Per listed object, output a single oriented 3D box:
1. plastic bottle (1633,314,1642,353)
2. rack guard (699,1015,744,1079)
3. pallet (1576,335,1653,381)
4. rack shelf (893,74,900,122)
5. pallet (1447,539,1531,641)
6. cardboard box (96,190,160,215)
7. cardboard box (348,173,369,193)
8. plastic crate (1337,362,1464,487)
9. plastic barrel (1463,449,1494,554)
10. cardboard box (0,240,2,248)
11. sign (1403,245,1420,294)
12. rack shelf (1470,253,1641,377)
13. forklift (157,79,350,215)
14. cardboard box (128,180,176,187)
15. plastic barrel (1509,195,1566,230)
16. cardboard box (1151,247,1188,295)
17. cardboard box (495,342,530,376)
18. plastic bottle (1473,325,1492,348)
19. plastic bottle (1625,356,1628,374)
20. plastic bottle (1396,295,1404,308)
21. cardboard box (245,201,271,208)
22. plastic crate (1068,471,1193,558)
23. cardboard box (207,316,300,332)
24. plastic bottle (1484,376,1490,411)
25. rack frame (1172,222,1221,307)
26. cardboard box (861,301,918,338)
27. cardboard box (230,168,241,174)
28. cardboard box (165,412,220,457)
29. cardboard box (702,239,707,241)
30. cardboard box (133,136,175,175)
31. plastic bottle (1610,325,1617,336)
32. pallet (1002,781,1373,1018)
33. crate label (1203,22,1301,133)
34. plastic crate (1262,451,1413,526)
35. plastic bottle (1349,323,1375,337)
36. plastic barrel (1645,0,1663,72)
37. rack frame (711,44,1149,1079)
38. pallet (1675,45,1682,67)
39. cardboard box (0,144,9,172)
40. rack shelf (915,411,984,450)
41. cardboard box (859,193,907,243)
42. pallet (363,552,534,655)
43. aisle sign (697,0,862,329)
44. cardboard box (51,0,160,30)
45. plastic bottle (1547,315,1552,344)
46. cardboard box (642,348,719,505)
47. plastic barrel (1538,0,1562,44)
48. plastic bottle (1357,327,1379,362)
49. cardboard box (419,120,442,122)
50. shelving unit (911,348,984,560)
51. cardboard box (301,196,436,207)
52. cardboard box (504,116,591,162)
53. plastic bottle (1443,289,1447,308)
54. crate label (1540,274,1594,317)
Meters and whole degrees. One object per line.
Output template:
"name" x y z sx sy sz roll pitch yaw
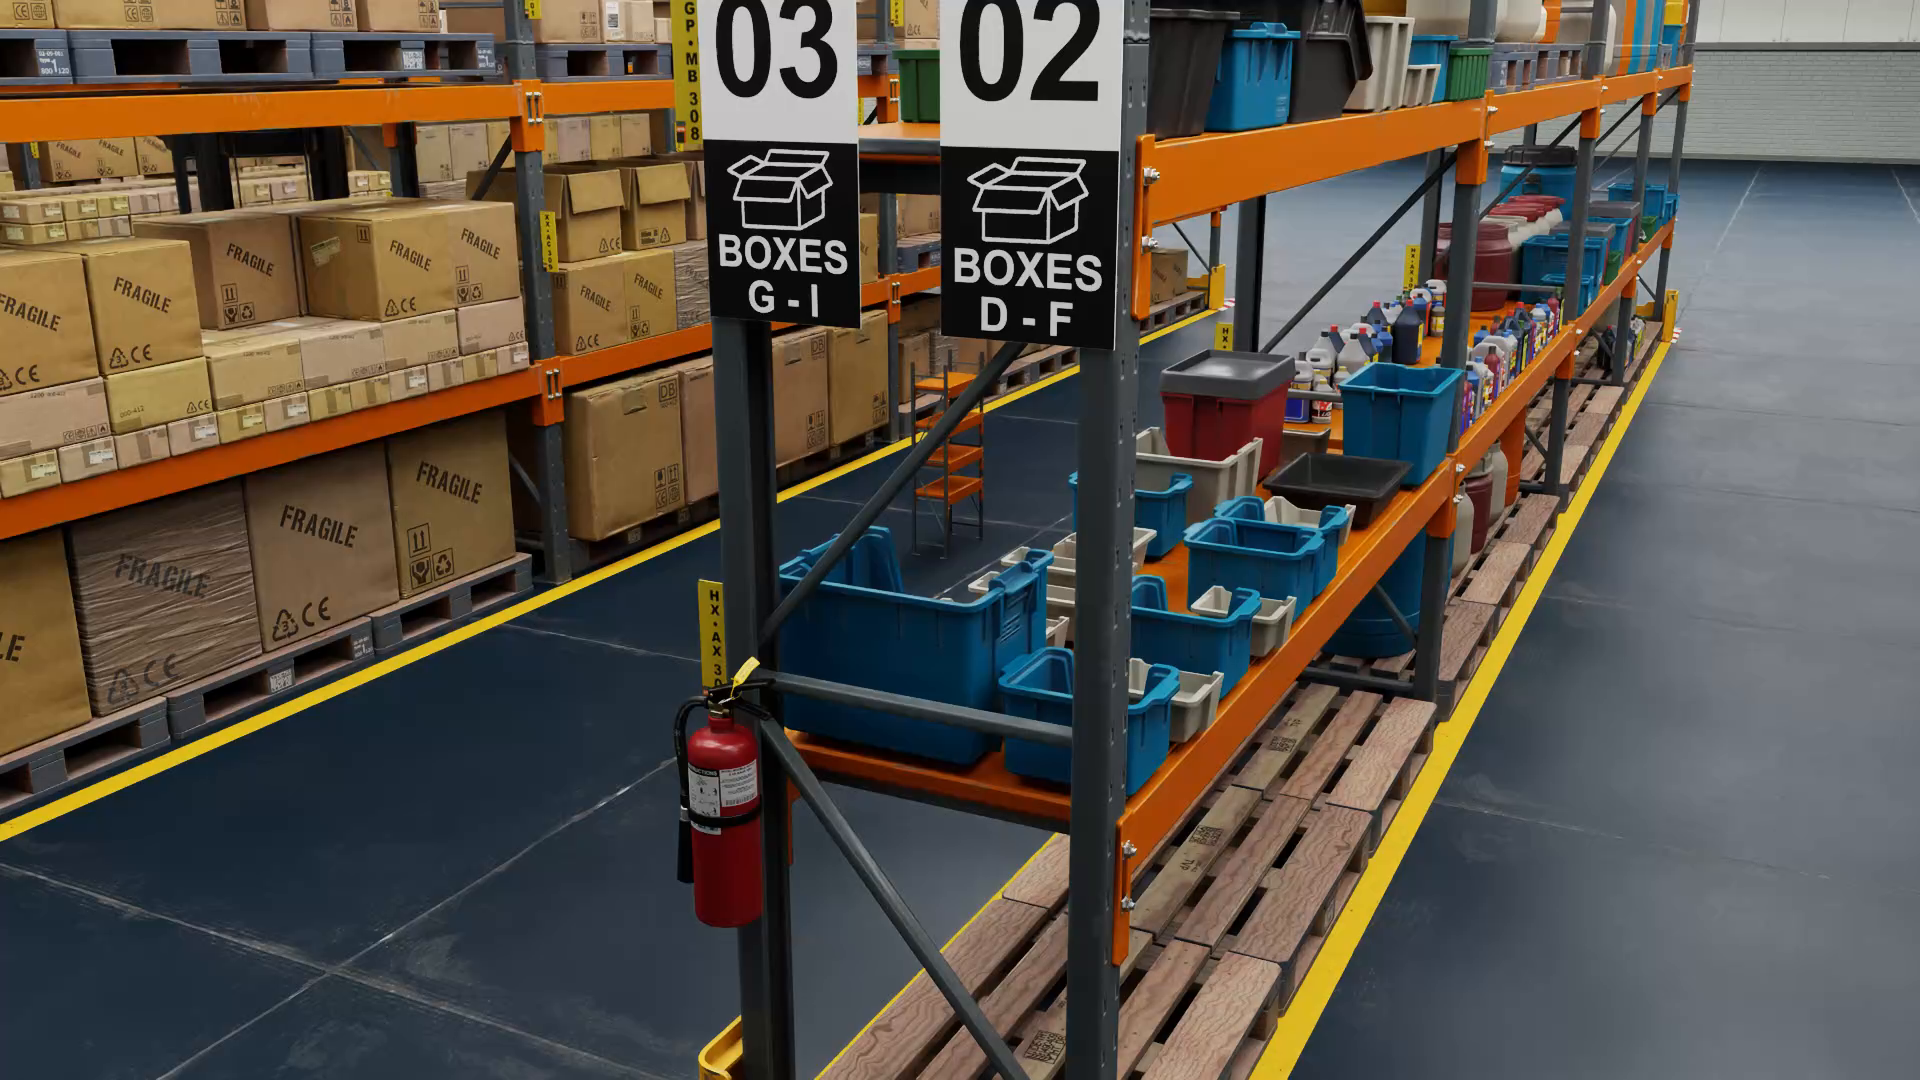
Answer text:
"plastic bottle" 6.354 -1.951 15.704 0.144 0.351 0.185 9 19 28
"rack guard" -0.096 1.609 4.228 1.175 0.500 0.348 8 18 25
"pallet" 6.146 -1.794 16.194 1.003 0.211 1.213 8 18 25
"rack shelf" -0.060 -3.867 14.271 1.077 0.370 4.000 8 18 25
"pallet" 2.616 0.218 9.420 1.003 0.211 1.213 8 18 25
"cardboard box" -6.196 -2.510 12.367 0.380 0.149 0.250 8 18 25
"cardboard box" -5.269 -3.041 14.152 0.380 0.149 0.250 8 18 25
"plastic crate" 1.787 -0.474 6.776 0.392 0.384 0.575 8 18 25
"plastic barrel" 2.770 -0.265 9.647 0.600 0.588 0.708 8 18 25
"cardboard box" -7.133 -2.110 12.063 0.380 0.149 0.250 8 18 24
"sign" 2.982 -1.781 10.965 0.100 0.325 0.005 8 18 25
"rack shelf" 4.371 -1.799 12.576 1.077 0.370 4.000 8 18 25
"forklift" -4.858 -1.870 11.674 1.130 2.935 3.031 -10 19 -30
"cardboard box" -6.426 -2.796 13.329 0.380 0.149 0.250 8 18 25
"plastic barrel" 4.641 -2.503 13.443 0.433 0.535 0.433 0 17 0
"cardboard box" 2.327 -3.148 19.509 0.500 0.500 0.500 12 20 36
"cardboard box" -2.584 -1.006 9.084 0.380 0.149 0.250 8 18 26
"plastic bottle" 2.790 -1.012 8.890 0.097 0.271 0.097 0 17 0
"plastic bottle" 5.845 -1.574 14.698 0.097 0.201 0.097 0 17 0
"plastic bottle" 2.584 -1.304 9.853 0.061 0.283 0.133 8 18 25
"cardboard box" -5.733 -2.632 13.299 0.380 0.149 0.250 9 19 27
"plastic crate" 0.591 -0.101 5.784 0.416 0.233 0.300 8 18 25
"cardboard box" -3.638 -0.971 8.267 0.500 0.250 0.500 9 19 27
"plastic bottle" 2.521 -0.734 8.076 0.097 0.201 0.097 0 17 0
"rack frame" 2.621 -4.302 19.741 1.000 3.000 0.127 8 18 25
"cardboard box" -0.681 -1.811 13.654 0.500 0.250 0.500 9 19 28
"cardboard box" -8.483 -4.201 19.103 0.380 0.149 0.250 8 18 25
"cardboard box" -3.502 -0.483 7.322 0.380 0.149 0.250 8 18 25
"cardboard box" -1.638 -1.767 11.029 0.500 0.500 0.500 8 19 26
"cardboard box" -8.953 -4.272 18.204 0.500 0.500 0.500 8 19 26
"plastic bottle" 6.127 -1.880 15.597 0.152 0.276 0.135 8 18 25
"pallet" 0.852 1.225 6.028 1.003 0.211 1.213 8 18 25
"crate label" 0.604 -1.157 4.145 0.408 0.251 0.502 8 18 25
"plastic crate" 1.430 -0.193 6.284 0.437 0.125 0.590 8 18 25
"plastic bottle" 2.129 -1.012 8.883 0.152 0.276 0.135 8 18 25
"plastic barrel" 5.232 -4.174 13.162 0.600 0.901 0.708 8 18 25
"rack frame" -0.097 0.403 3.898 1.000 3.000 0.127 8 18 25
"pallet" 6.595 -4.821 16.552 1.003 0.211 1.213 8 18 25
"cardboard box" -9.816 -3.888 16.413 0.500 0.500 0.500 8 18 24
"rack shelf" -0.074 -0.683 10.167 0.258 0.148 0.480 8 18 25
"cardboard box" -0.748 -2.656 13.287 0.500 0.500 0.500 6 17 19
"pallet" -3.151 0.275 9.229 1.003 0.211 1.213 8 18 25
"aisle sign" -0.391 -0.862 3.592 0.394 0.787 0.004 8 18 25
"cardboard box" -3.797 -2.367 6.868 0.700 0.500 0.500 7 18 22
"plastic bottle" 3.464 -1.271 9.885 0.097 0.201 0.097 0 17 0
"cardboard box" -2.074 -0.822 11.017 1.225 0.875 0.875 7 18 23
"plastic barrel" 3.221 -3.335 9.725 0.600 0.830 0.708 8 18 25
"plastic bottle" 2.020 -0.896 8.361 0.144 0.351 0.185 8 18 25
"cardboard box" -7.145 -5.550 21.489 0.700 0.500 0.500 8 18 24
"shelving unit" -0.074 -0.533 10.212 0.258 1.200 0.503 8 18 25
"cardboard box" -3.184 -1.586 9.021 0.500 0.500 0.500 8 18 25
"cardboard box" -4.229 -4.080 17.062 0.700 0.500 0.500 8 18 26
"plastic bottle" 3.131 -1.486 10.479 0.152 0.276 0.135 8 18 25
"crate label" 4.001 -1.614 10.983 0.303 0.233 0.416 8 18 25
